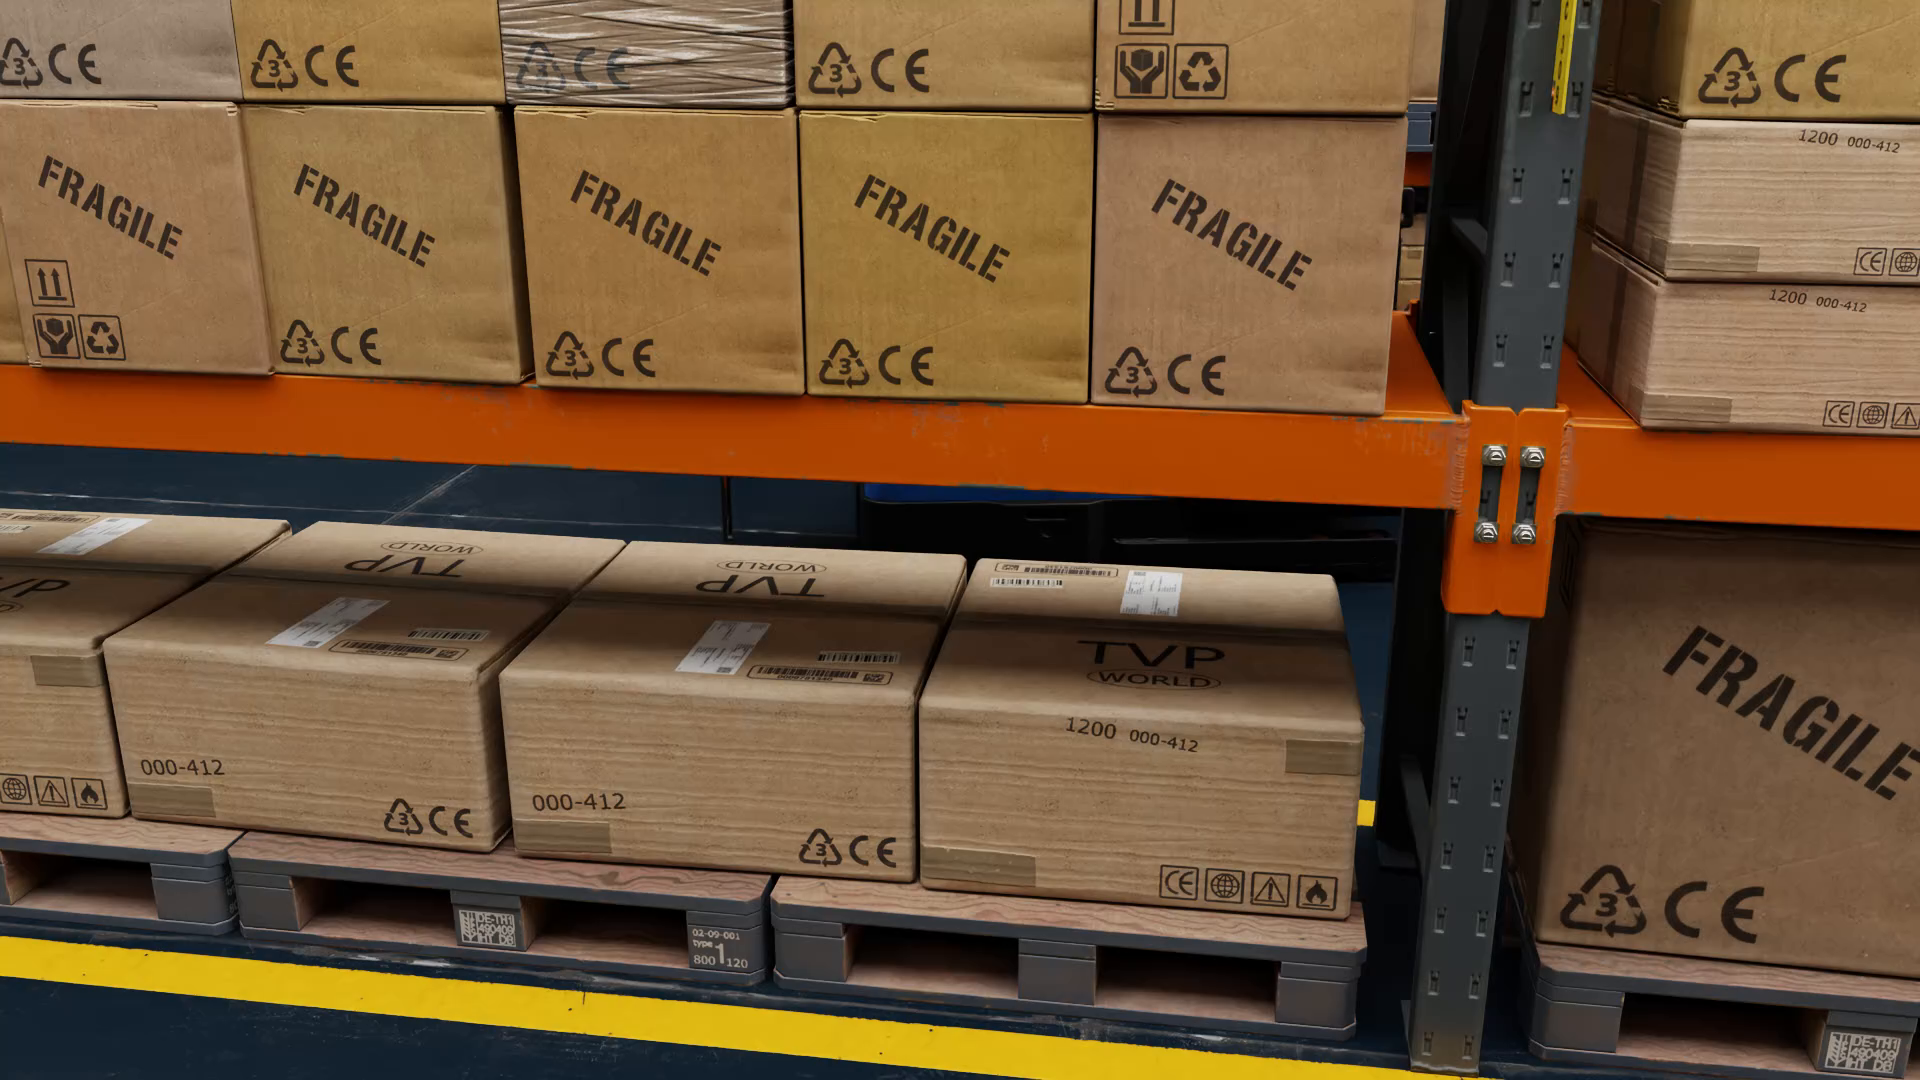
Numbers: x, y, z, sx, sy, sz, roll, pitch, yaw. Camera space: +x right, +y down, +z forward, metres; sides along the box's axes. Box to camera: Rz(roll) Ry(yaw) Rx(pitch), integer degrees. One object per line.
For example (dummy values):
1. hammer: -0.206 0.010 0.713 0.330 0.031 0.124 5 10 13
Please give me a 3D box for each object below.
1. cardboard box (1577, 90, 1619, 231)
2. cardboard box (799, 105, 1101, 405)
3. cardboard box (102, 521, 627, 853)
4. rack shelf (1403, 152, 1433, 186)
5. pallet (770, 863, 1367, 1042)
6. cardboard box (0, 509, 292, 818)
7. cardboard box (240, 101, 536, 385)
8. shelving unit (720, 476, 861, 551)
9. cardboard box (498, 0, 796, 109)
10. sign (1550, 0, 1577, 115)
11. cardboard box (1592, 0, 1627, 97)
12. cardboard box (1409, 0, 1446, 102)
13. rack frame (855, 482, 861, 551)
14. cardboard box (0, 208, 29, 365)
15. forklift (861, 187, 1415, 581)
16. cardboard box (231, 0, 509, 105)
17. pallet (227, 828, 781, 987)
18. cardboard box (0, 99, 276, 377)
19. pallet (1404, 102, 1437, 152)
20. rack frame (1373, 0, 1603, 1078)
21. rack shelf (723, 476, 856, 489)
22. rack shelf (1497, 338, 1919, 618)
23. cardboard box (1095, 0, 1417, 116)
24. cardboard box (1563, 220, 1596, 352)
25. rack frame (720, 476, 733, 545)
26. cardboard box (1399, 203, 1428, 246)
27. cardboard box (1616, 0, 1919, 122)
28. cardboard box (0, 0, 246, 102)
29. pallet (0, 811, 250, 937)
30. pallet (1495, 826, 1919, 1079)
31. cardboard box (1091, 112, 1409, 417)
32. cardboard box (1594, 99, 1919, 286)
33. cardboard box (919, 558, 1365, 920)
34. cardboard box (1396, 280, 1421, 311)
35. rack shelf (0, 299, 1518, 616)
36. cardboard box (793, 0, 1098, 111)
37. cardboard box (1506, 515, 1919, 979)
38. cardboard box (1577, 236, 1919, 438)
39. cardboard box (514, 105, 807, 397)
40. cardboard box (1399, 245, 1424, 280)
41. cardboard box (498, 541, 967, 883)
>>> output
1. cardboard box: 1.489 -0.765 3.310 0.500 0.250 0.500 3 19 9
2. cardboard box: 0.007 -0.560 3.091 0.500 0.500 0.500 2 19 7
3. cardboard box: -1.362 0.315 4.011 0.875 0.438 0.875 3 19 10
4. rack shelf: 3.773 -1.658 7.666 4.000 0.370 1.077 3 19 9
5. pallet: 0.276 0.715 3.835 1.213 0.211 1.003 3 19 9
6. cardboard box: -2.267 0.272 4.140 0.875 0.438 0.875 2 19 7
7. cardboard box: -1.006 -0.612 3.246 0.500 0.500 0.500 4 19 10
8. shelving unit: -0.625 -0.551 6.060 0.503 1.200 0.258 -1 19 -3
9. cardboard box: -0.499 -1.055 2.994 0.500 0.500 0.500 3 19 9
10. sign: 0.928 -0.819 2.535 0.005 0.325 0.100 3 19 9
11. cardboard box: 1.496 -1.123 3.198 0.500 0.500 0.500 4 19 10
12. cardboard box: 2.241 -2.252 7.488 0.500 0.500 0.700 3 19 10
13. rack frame: -0.381 -0.556 6.073 0.015 1.200 0.240 -1 19 -3
14. cardboard box: -2.002 -0.663 3.399 0.500 0.500 0.500 3 19 8
15. forklift: 1.145 -1.411 5.900 3.031 2.935 1.130 -1 19 -3
16. cardboard box: -0.992 -1.082 3.077 0.500 0.500 0.500 3 19 9
17. pallet: -0.932 0.654 4.016 1.213 0.211 1.003 3 19 9
18. cardboard box: -1.503 -0.632 3.306 0.500 0.500 0.500 3 19 8
19. pallet: 2.570 -1.935 7.661 1.213 0.211 1.003 3 19 9
20. rack frame: 1.015 -0.545 3.204 0.127 3.000 1.000 3 19 9
21. rack shelf: -0.625 -0.299 6.144 0.480 0.148 0.258 -1 19 -3
22. rack shelf: 2.989 -0.103 3.018 4.000 0.370 1.077 3 19 9
23. cardboard box: 0.505 -1.004 2.842 0.500 0.500 0.500 3 19 8
24. cardboard box: 1.498 -0.530 3.397 0.500 0.250 0.500 2 19 7
25. rack frame: -0.868 -0.547 6.046 0.015 1.200 0.240 -1 19 -3
26. cardboard box: 2.120 -1.480 7.786 0.250 0.149 0.380 3 19 8
27. cardboard box: 1.404 -0.954 2.695 0.500 0.500 0.500 3 19 9
28. cardboard box: -1.485 -1.107 3.151 0.500 0.500 0.500 3 19 8
29. pallet: -2.133 0.592 4.202 1.213 0.211 1.003 3 19 9
30. pallet: 1.789 0.793 3.601 1.213 0.211 1.003 3 19 9
31. cardboard box: 0.516 -0.536 3.019 0.500 0.500 0.500 3 19 9
32. cardboard box: 1.404 -0.600 2.819 0.500 0.250 0.500 2 19 7
33. cardboard box: 0.412 0.406 3.739 0.875 0.438 0.875 3 19 8
34. cardboard box: 2.240 -1.019 7.899 0.500 0.500 0.500 4 19 11
35. rack shelf: -0.960 -0.304 3.619 4.000 0.370 1.077 3 19 9
36. cardboard box: 0.005 -1.032 2.926 0.500 0.500 0.500 3 19 8
37. cardboard box: 1.640 0.270 3.457 0.875 0.875 0.875 4 19 10
38. cardboard box: 1.407 -0.369 2.915 0.500 0.250 0.500 2 19 7
39. cardboard box: -0.491 -0.581 3.153 0.500 0.500 0.500 3 19 8
40. cardboard box: 2.110 -1.320 7.777 0.250 0.149 0.380 4 19 11
41. cardboard box: -0.472 0.361 3.873 0.875 0.438 0.875 2 19 7
